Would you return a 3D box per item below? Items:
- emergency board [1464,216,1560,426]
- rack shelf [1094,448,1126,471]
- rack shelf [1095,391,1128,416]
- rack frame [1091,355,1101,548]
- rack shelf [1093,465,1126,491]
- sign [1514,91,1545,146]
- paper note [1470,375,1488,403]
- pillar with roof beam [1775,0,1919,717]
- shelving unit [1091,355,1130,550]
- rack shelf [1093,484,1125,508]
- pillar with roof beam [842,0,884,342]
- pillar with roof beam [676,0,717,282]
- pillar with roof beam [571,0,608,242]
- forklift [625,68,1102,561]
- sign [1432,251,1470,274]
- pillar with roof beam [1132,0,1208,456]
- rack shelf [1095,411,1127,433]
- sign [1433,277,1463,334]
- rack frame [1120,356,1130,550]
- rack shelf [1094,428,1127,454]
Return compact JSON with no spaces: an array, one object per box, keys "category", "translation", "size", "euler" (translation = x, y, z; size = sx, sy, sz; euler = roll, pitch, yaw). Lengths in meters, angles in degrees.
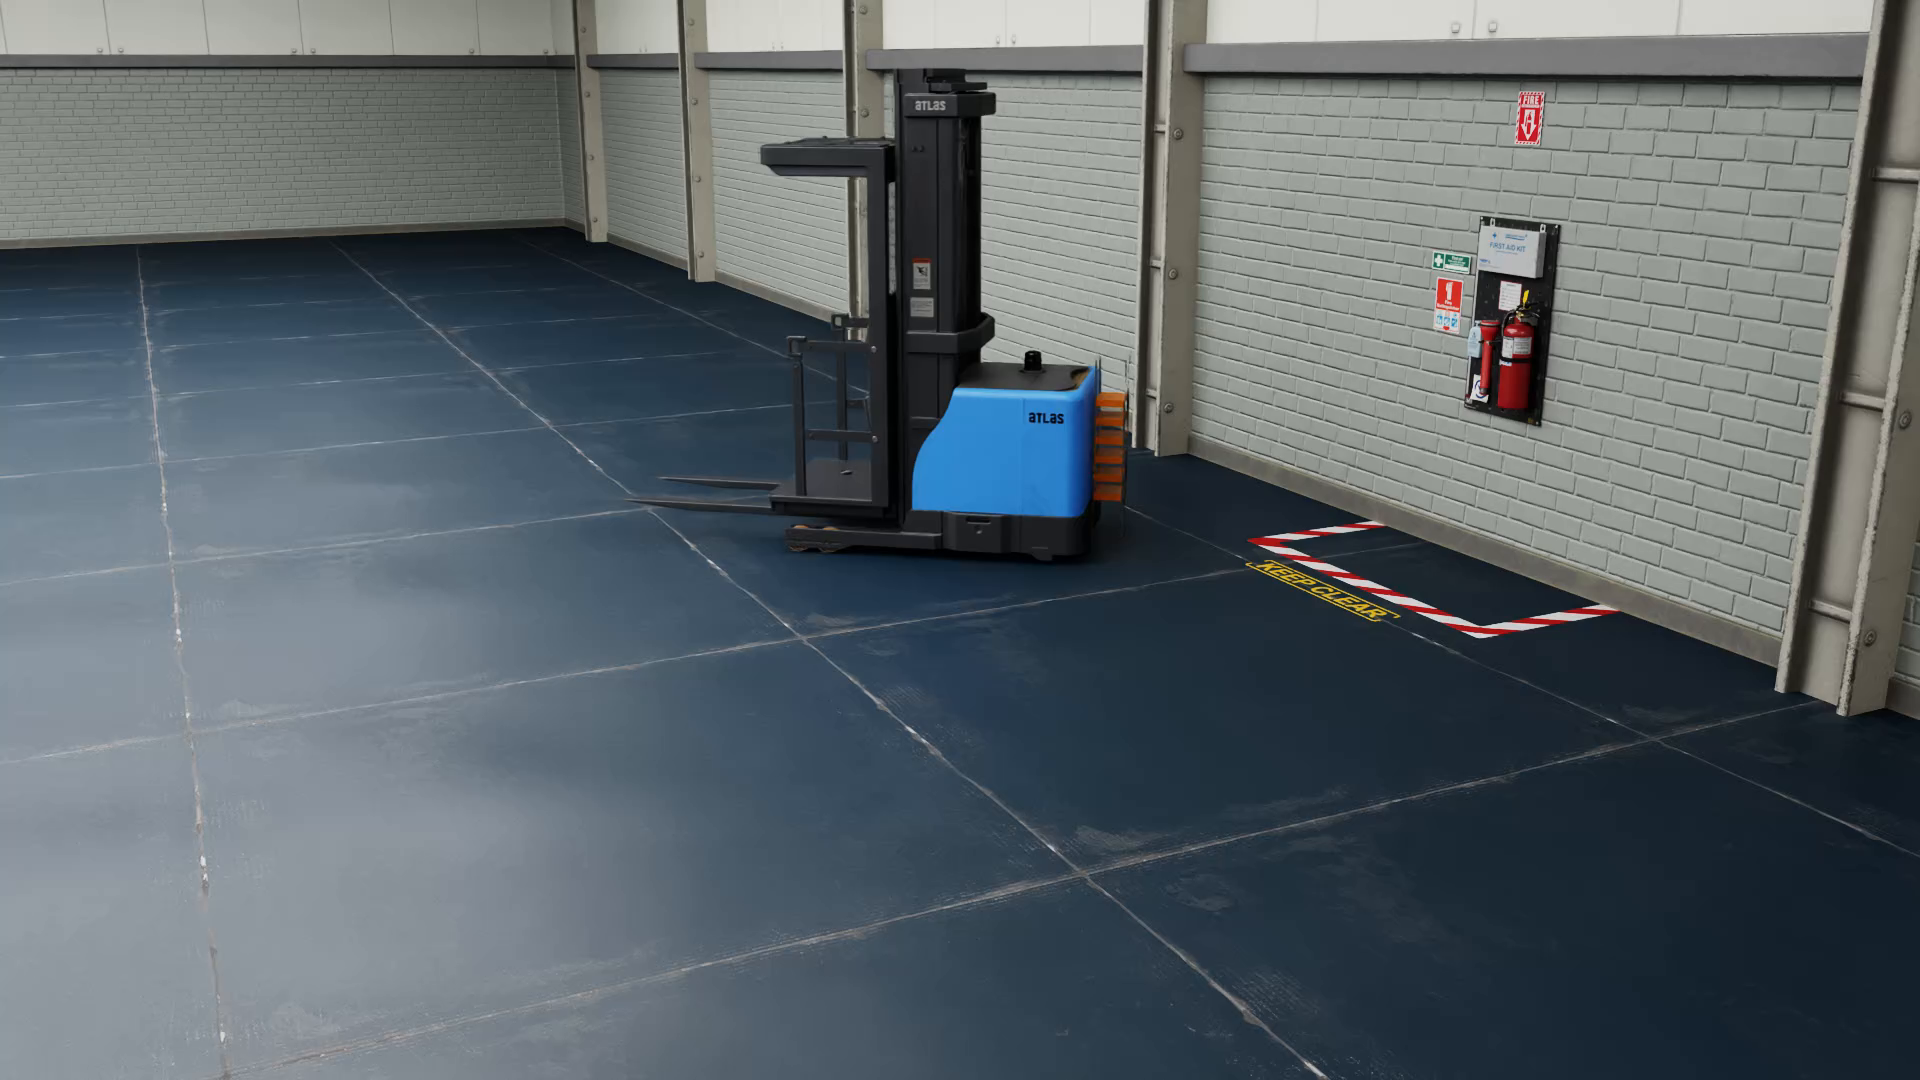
[{"category":"emergency board","translation":[3.183,-1.293,9.817],"size":[0.194,1.169,0.643],"euler":[-8,18,-25]},{"category":"rack shelf","translation":[0.952,-0.511,10.517],"size":[0.180,0.103,0.258],"euler":[3,16,11]},{"category":"rack shelf","translation":[0.952,-0.857,10.417],"size":[0.180,0.103,0.258],"euler":[3,16,11]},{"category":"rack frame","translation":[0.862,-0.559,10.522],"size":[0.006,1.200,0.240],"euler":[3,16,11]},{"category":"rack shelf","translation":[0.952,-0.395,10.550],"size":[0.180,0.103,0.258],"euler":[3,16,11]},{"category":"sign","translation":[3.269,-2.421,9.546],"size":[0.001,0.298,0.199],"euler":[-8,18,-25]},{"category":"paper note","translation":[3.167,-0.921,10.121],"size":[0.016,0.148,0.142],"euler":[-8,18,-25]},{"category":"pillar with roof beam","translation":[0.361,-3.039,5.026],"size":[9.100,9.000,0.400],"euler":[-8,18,-25]},{"category":"shelving unit","translation":[0.952,-0.554,10.504],"size":[0.189,1.200,0.258],"euler":[3,16,11]},{"category":"rack shelf","translation":[0.952,-0.280,10.583],"size":[0.180,0.103,0.258],"euler":[3,16,11]},{"category":"pillar with roof beam","translation":[-4.896,-6.014,15.394],"size":[9.100,9.000,0.400],"euler":[-8,18,-25]},{"category":"pillar with roof beam","translation":[-7.524,-7.502,20.579],"size":[9.100,9.000,0.400],"euler":[-8,18,-25]},{"category":"pillar with roof beam","translation":[-10.153,-8.990,25.763],"size":[9.100,9.000,0.400],"euler":[-8,18,-25]},{"category":"forklift","translation":[-0.637,-1.463,10.536],"size":[3.031,2.935,1.130],"euler":[3,16,11]},{"category":"sign","translation":[3.027,-1.712,10.253],"size":[0.001,0.109,0.331],"euler":[-8,18,-25]},{"category":"pillar with roof beam","translation":[-2.267,-4.526,10.210],"size":[9.100,9.000,0.400],"euler":[-8,18,-25]},{"category":"rack shelf","translation":[0.952,-0.742,10.450],"size":[0.180,0.103,0.258],"euler":[3,16,11]},{"category":"sign","translation":[3.033,-1.459,10.333],"size":[0.001,0.329,0.234],"euler":[-8,18,-25]},{"category":"rack frame","translation":[1.041,-0.549,10.487],"size":[0.006,1.200,0.240],"euler":[3,16,11]},{"category":"rack shelf","translation":[0.952,-0.626,10.484],"size":[0.180,0.103,0.258],"euler":[3,16,11]}]
